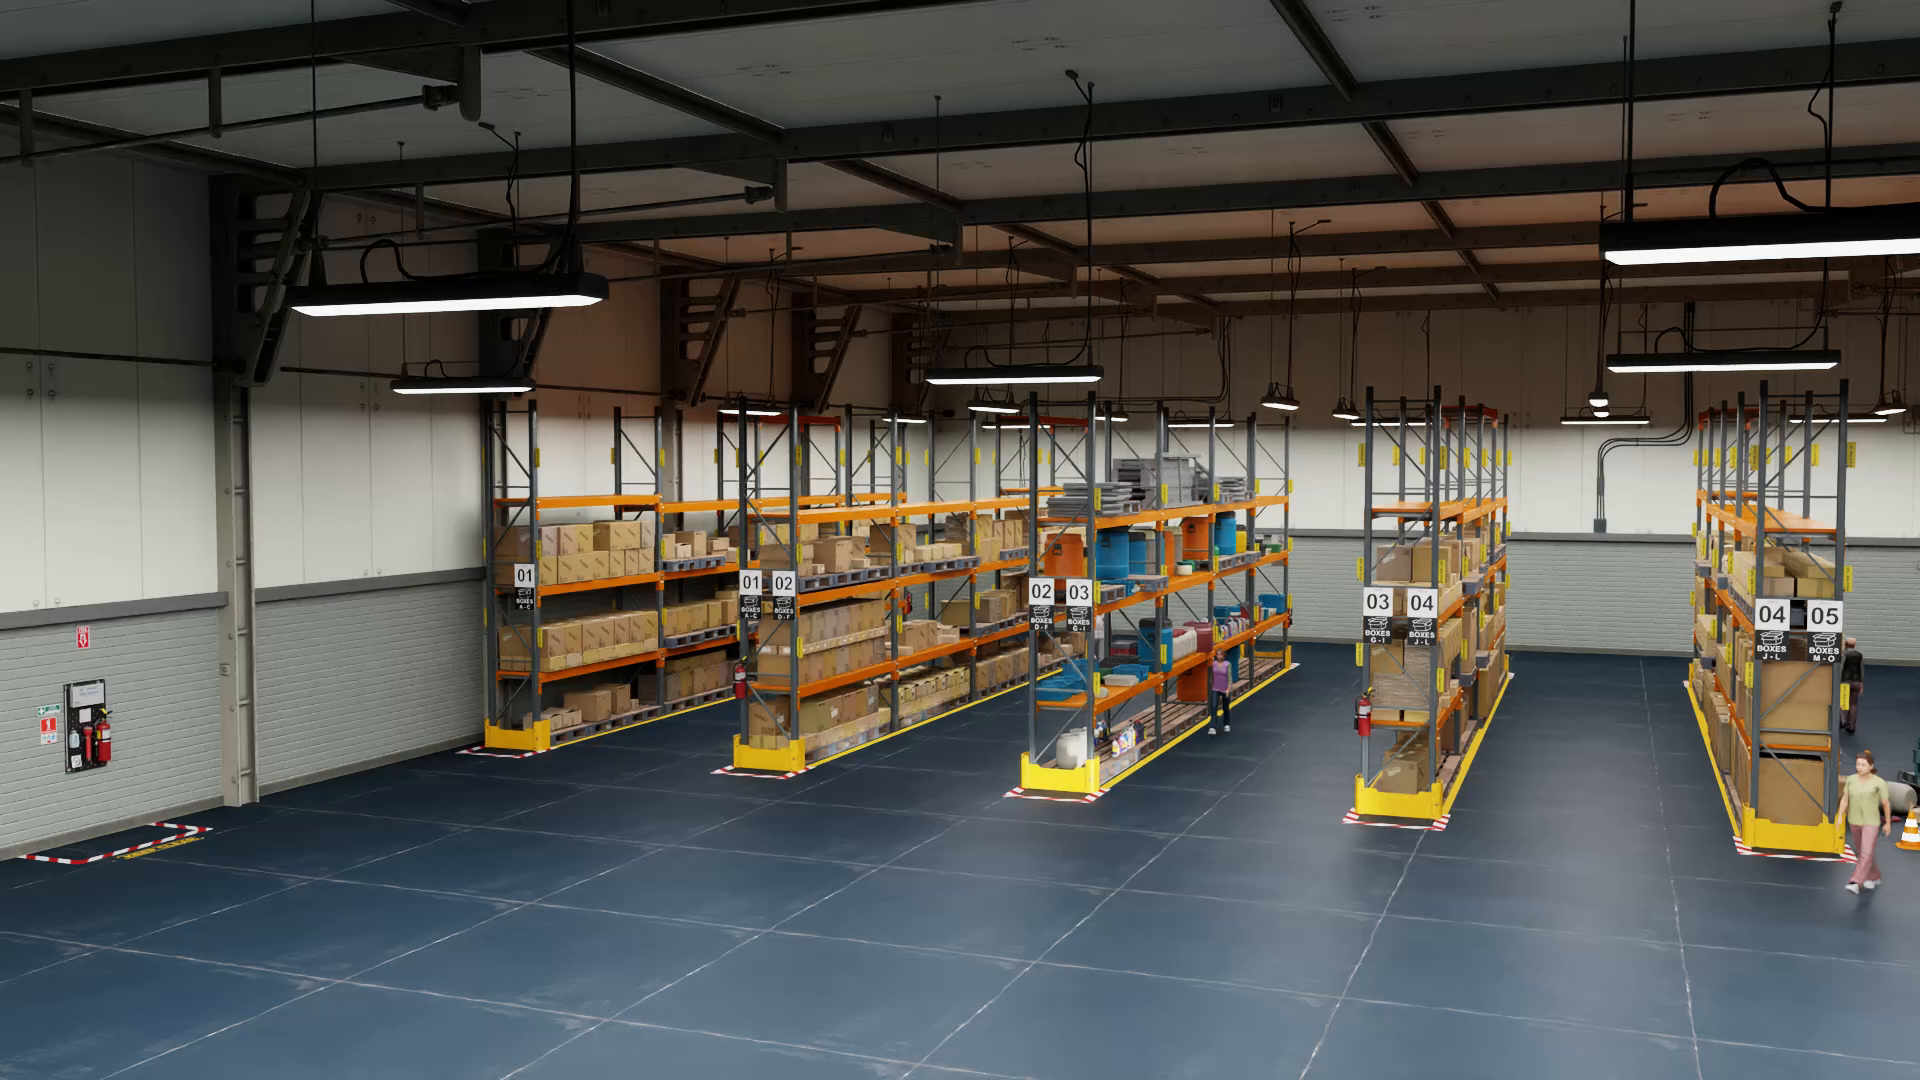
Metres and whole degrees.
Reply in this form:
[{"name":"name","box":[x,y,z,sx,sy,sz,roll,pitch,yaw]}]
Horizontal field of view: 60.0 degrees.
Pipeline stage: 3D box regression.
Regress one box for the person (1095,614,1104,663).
[{"name":"person","box":[3.262,2.262,38.644,0.474,1.622,1.045,1,3,21]}]

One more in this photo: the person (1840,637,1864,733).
[{"name":"person","box":[16.231,2.651,30.387,0.561,1.743,0.406,0,3,-1]}]

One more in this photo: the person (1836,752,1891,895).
[{"name":"person","box":[10.282,3.234,19.005,1.074,1.614,0.470,-2,3,-32]}]

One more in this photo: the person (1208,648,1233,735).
[{"name":"person","box":[4.705,2.726,30.010,0.434,1.547,0.946,1,3,20]}]

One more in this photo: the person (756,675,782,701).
[{"name":"person","box":[-3.633,2.552,32.157,0.642,1.745,0.664,1,3,15]}]
